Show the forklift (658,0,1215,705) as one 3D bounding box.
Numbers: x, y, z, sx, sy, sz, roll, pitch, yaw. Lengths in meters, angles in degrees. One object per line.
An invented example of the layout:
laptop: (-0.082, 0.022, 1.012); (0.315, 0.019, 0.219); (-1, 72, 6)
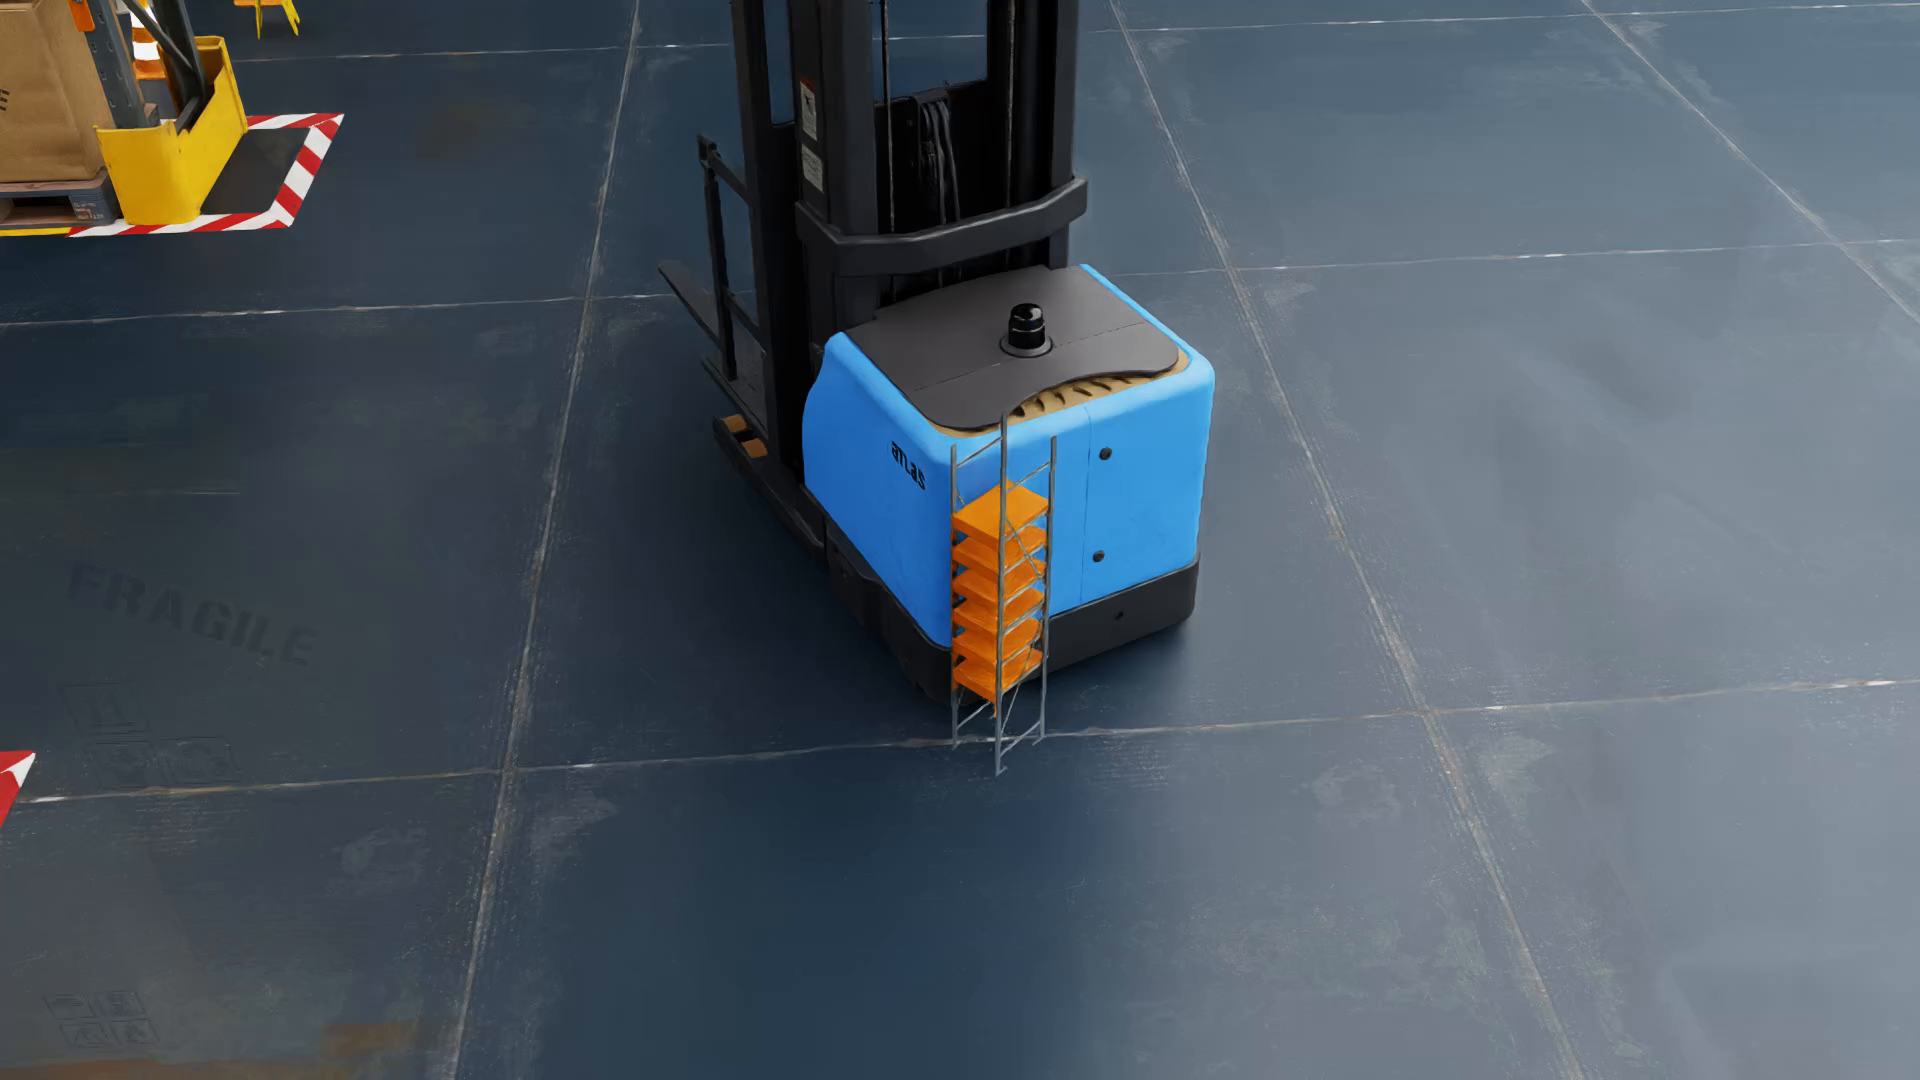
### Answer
forklift: (-0.331, -1.505, 5.791); (1.130, 2.935, 3.031); (-19, 42, -22)

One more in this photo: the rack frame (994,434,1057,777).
rack frame: (0.192, 0.229, 4.992); (0.006, 1.200, 0.240); (29, 47, 31)

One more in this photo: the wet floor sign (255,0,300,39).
wet floor sign: (-4.189, -3.395, 10.032); (0.232, 0.644, 0.267); (-9, 39, -12)

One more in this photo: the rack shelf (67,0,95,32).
rack shelf: (-6.035, -2.704, 7.836); (4.000, 0.370, 1.077); (-3, 38, -4)

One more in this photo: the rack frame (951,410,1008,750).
rack frame: (0.055, 0.153, 5.087); (0.006, 1.200, 0.240); (29, 47, 31)

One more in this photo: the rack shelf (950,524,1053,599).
rack shelf: (0.124, 0.037, 4.918); (0.180, 0.103, 0.258); (29, 47, 31)

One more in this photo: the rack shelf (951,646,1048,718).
rack shelf: (0.123, 0.414, 5.216); (0.180, 0.103, 0.258); (29, 47, 31)

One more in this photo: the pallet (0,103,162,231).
pallet: (-4.832, -1.909, 8.499); (1.213, 0.211, 1.003); (-3, 38, -4)

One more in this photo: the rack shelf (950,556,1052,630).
rack shelf: (0.123, 0.132, 4.992); (0.180, 0.103, 0.258); (29, 47, 31)

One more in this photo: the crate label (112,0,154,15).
crate label: (-5.237, -3.453, 10.516); (0.298, 0.136, 0.250); (-24, 44, -27)

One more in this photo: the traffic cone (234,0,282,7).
traffic cone: (-4.459, -3.663, 10.519); (0.334, 0.463, 0.336); (-3, 38, -4)

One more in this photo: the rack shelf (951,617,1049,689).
rack shelf: (0.123, 0.320, 5.141); (0.180, 0.103, 0.258); (29, 47, 31)

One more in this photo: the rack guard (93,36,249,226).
rack guard: (-4.019, -2.116, 8.528); (0.348, 0.500, 1.175); (-3, 38, -4)

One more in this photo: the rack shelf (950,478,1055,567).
rack shelf: (0.124, -0.057, 4.844); (0.180, 0.103, 0.258); (29, 47, 31)

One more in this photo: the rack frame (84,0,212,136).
rack frame: (-4.043, -3.096, 7.752); (0.127, 3.000, 1.000); (-3, 38, -4)

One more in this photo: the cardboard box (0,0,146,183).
cardboard box: (-4.713, -2.349, 8.181); (0.875, 0.875, 0.875); (-3, 38, -4)

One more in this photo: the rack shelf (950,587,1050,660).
rack shelf: (0.123, 0.226, 5.067); (0.180, 0.103, 0.258); (29, 47, 31)

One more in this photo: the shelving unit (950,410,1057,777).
shelving unit: (0.123, 0.191, 5.039); (0.189, 1.200, 0.258); (29, 47, 31)

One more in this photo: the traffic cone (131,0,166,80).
traffic cone: (-4.698, -2.947, 9.611); (0.334, 0.463, 0.336); (-3, 38, -4)
